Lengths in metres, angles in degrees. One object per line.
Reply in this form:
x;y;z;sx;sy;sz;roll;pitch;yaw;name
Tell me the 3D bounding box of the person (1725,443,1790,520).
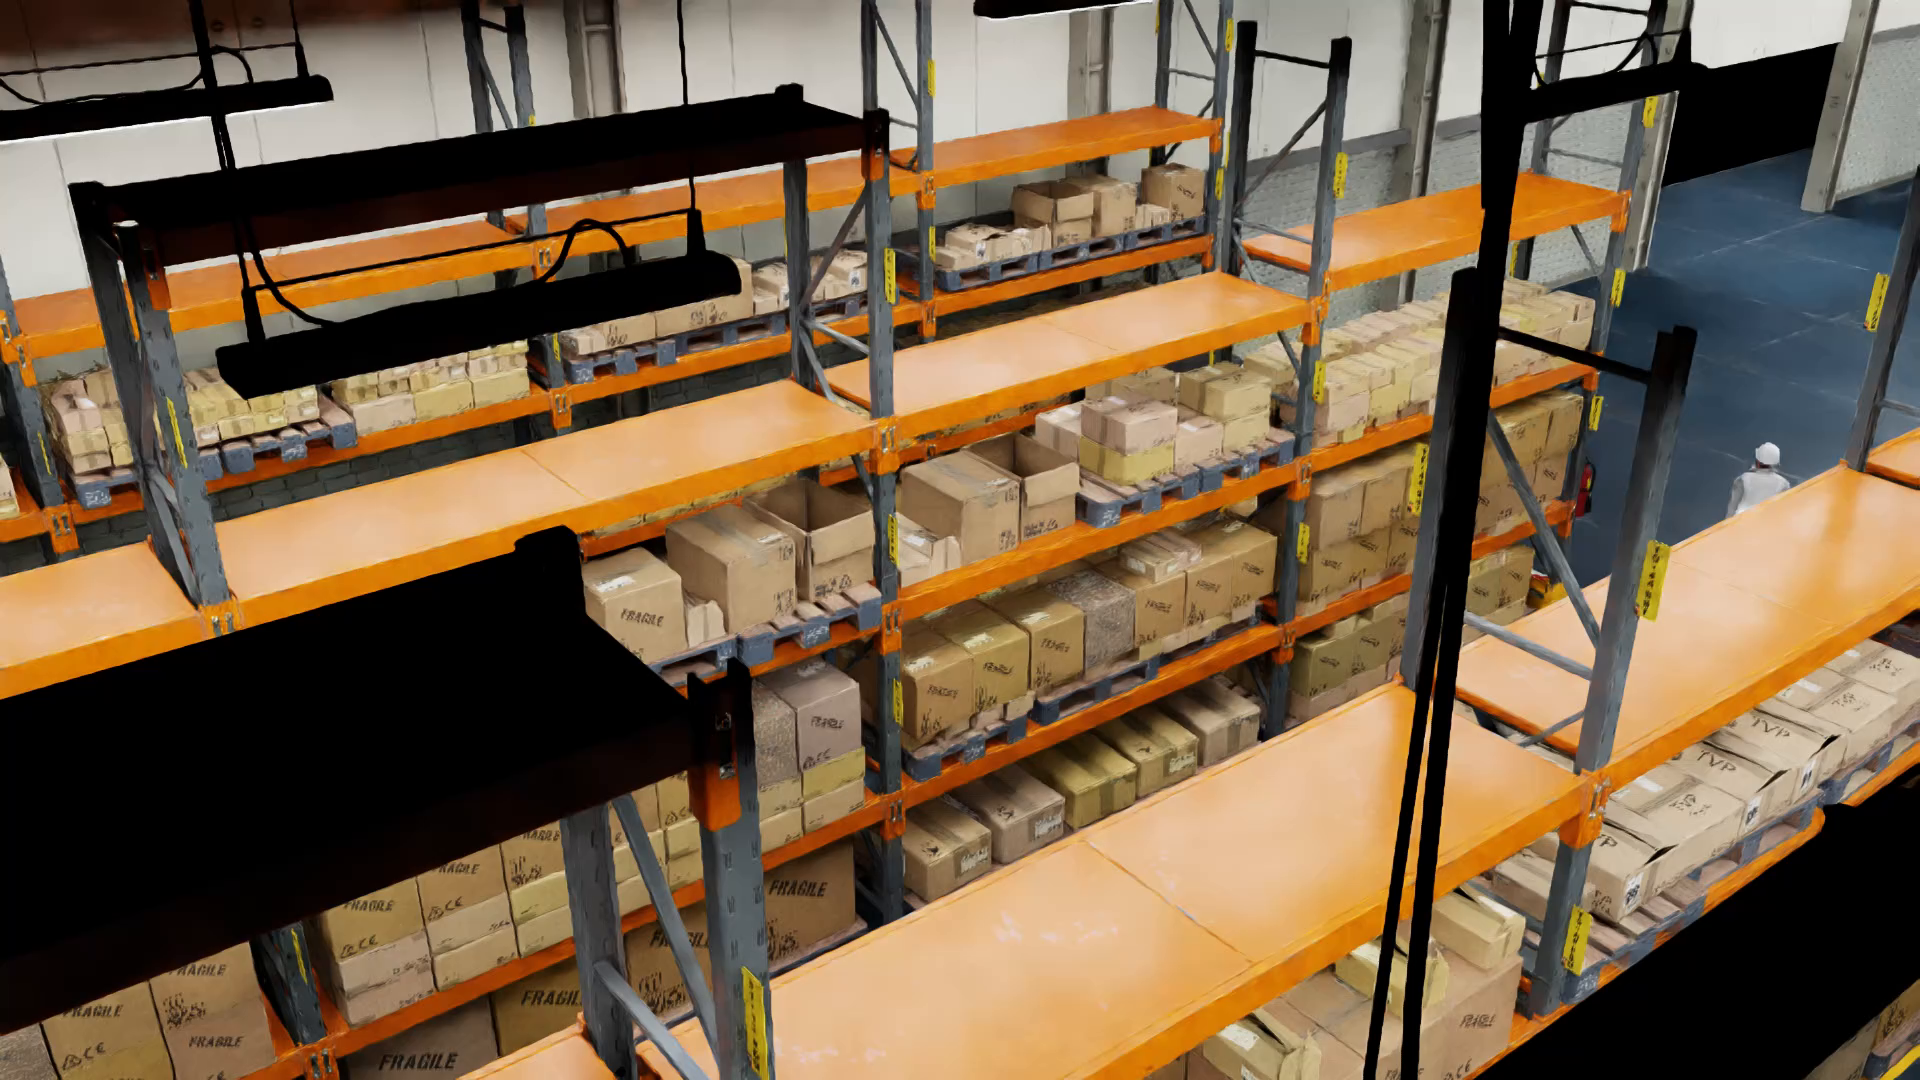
7.822;-0.124;16.389;0.584;1.746;0.932;12;29;23;person
